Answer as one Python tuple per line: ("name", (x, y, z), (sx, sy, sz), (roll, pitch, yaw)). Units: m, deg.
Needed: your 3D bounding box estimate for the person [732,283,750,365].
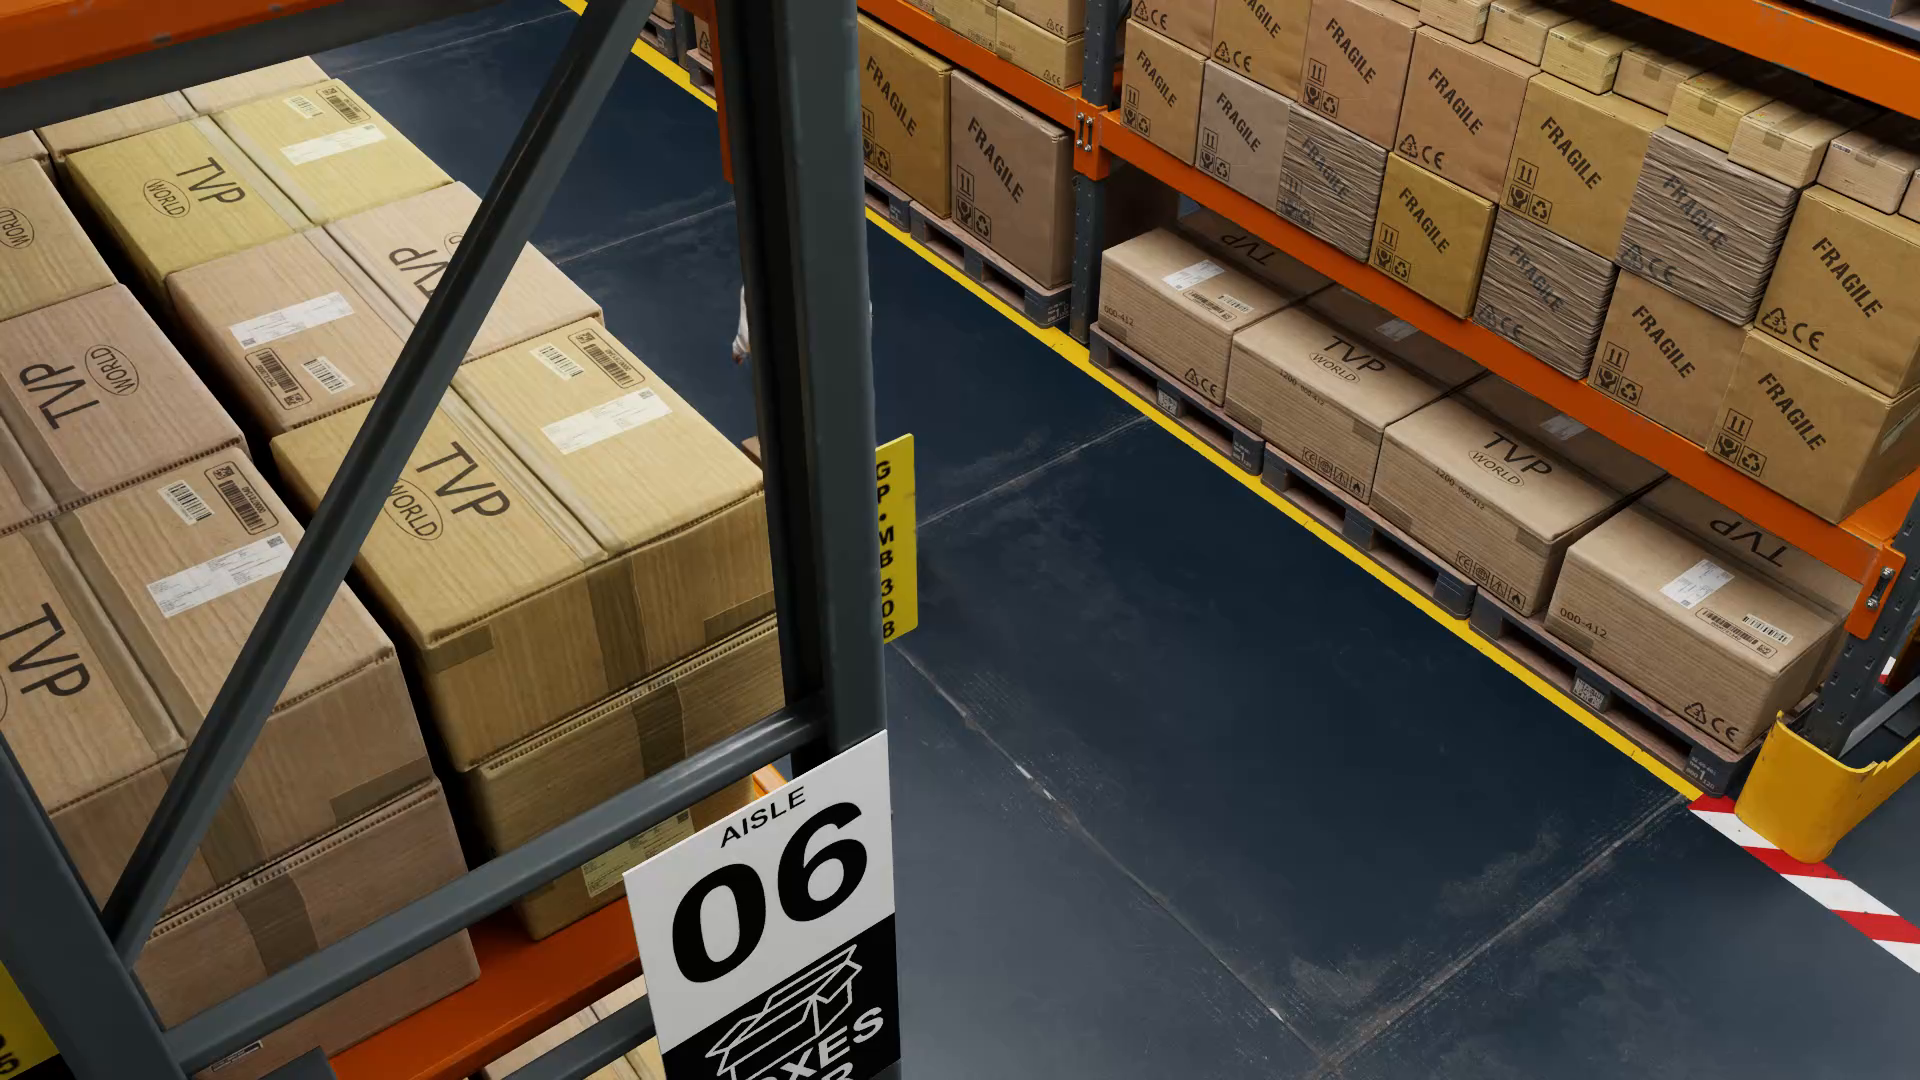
("person", (-0.656, -0.690, 7.022), (0.566, 1.509, 0.604), (-31, 49, -30))
